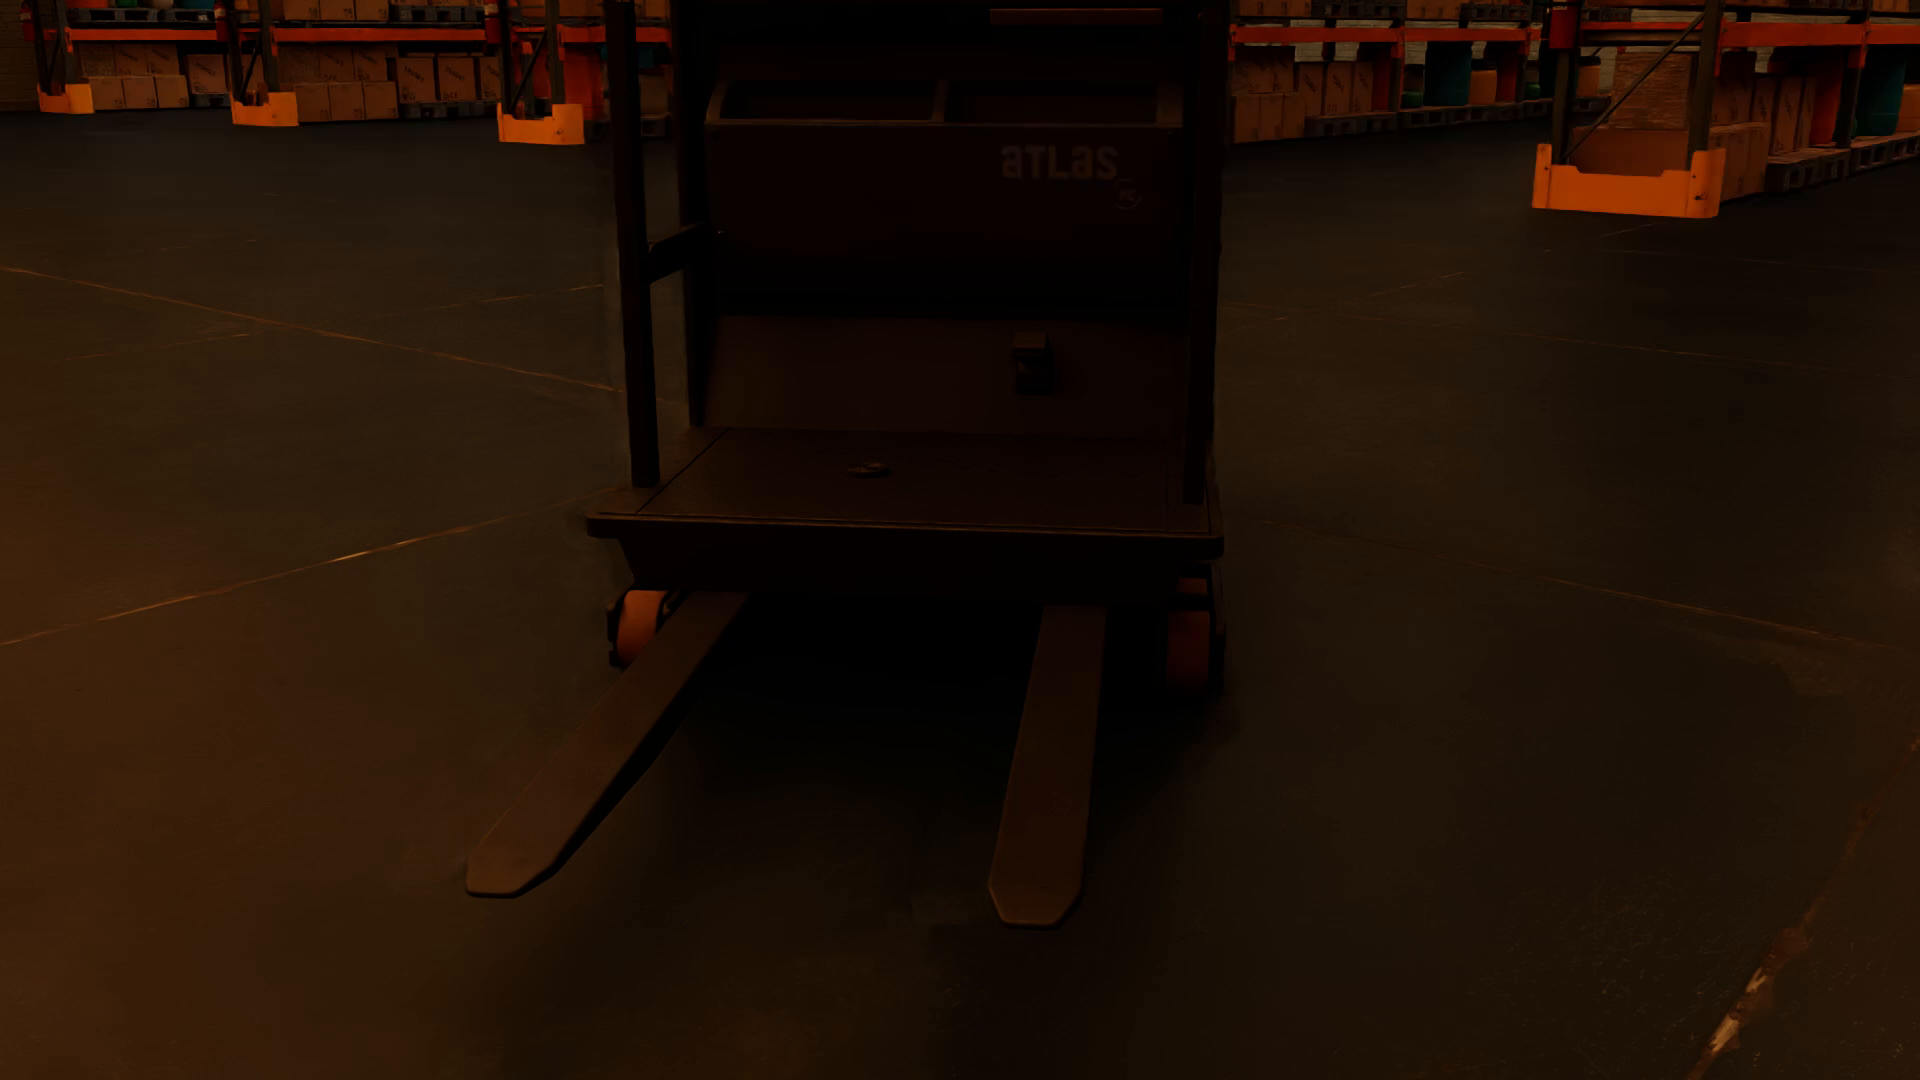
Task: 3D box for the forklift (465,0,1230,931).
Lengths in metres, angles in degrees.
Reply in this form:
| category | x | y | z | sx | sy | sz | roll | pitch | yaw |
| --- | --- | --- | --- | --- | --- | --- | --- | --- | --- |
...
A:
| category | x | y | z | sx | sy | sz | roll | pitch | yaw |
| --- | --- | --- | --- | --- | --- | --- | --- | --- | --- |
| forklift | -0.053 | -1.219 | 2.913 | 1.130 | 2.935 | 3.031 | 2 | 17 | 6 |
